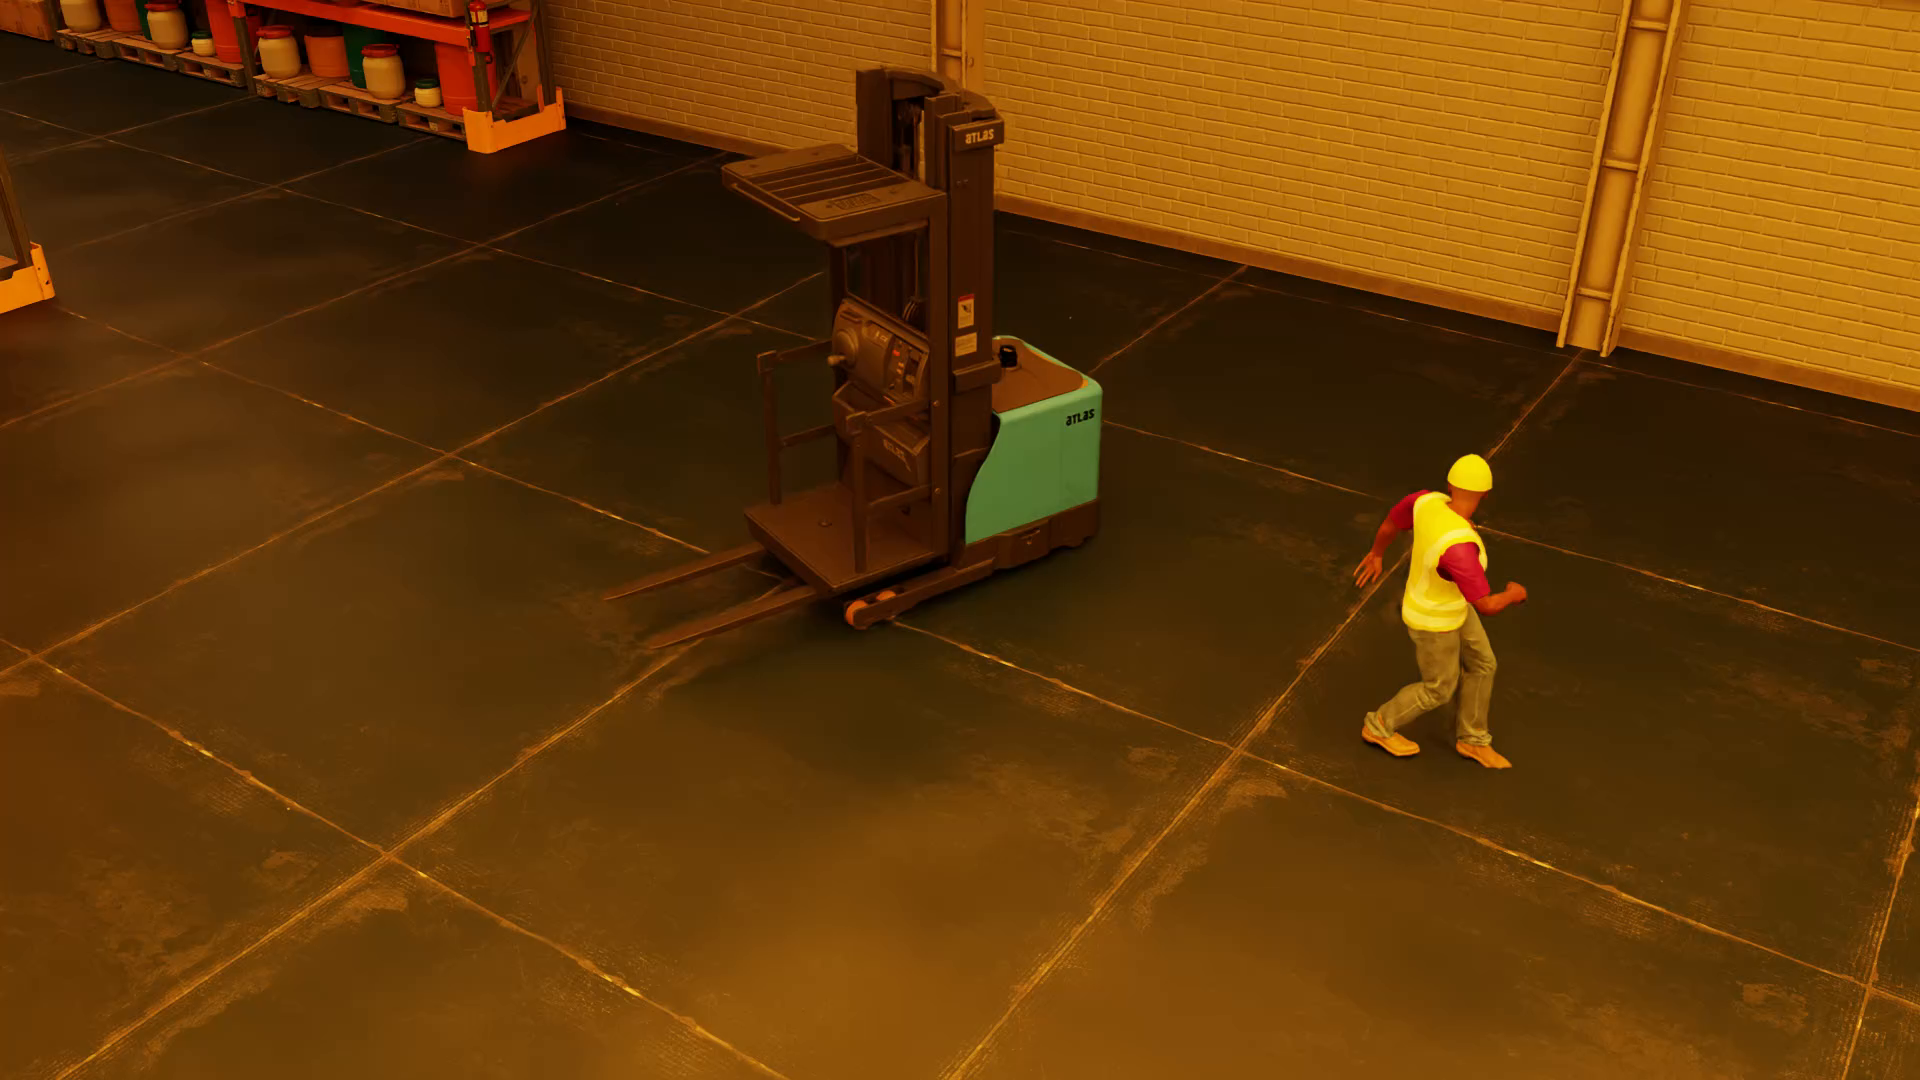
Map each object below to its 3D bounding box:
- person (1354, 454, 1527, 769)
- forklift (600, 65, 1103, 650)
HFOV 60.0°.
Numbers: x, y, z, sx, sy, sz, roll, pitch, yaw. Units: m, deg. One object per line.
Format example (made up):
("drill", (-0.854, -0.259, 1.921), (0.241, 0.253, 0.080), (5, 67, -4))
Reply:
("person", (2.388, 0.370, 8.217), (0.936, 1.738, 0.604), (10, 32, 16))
("forklift", (-0.627, -1.051, 9.392), (3.031, 2.935, 1.130), (-19, 35, -29))
